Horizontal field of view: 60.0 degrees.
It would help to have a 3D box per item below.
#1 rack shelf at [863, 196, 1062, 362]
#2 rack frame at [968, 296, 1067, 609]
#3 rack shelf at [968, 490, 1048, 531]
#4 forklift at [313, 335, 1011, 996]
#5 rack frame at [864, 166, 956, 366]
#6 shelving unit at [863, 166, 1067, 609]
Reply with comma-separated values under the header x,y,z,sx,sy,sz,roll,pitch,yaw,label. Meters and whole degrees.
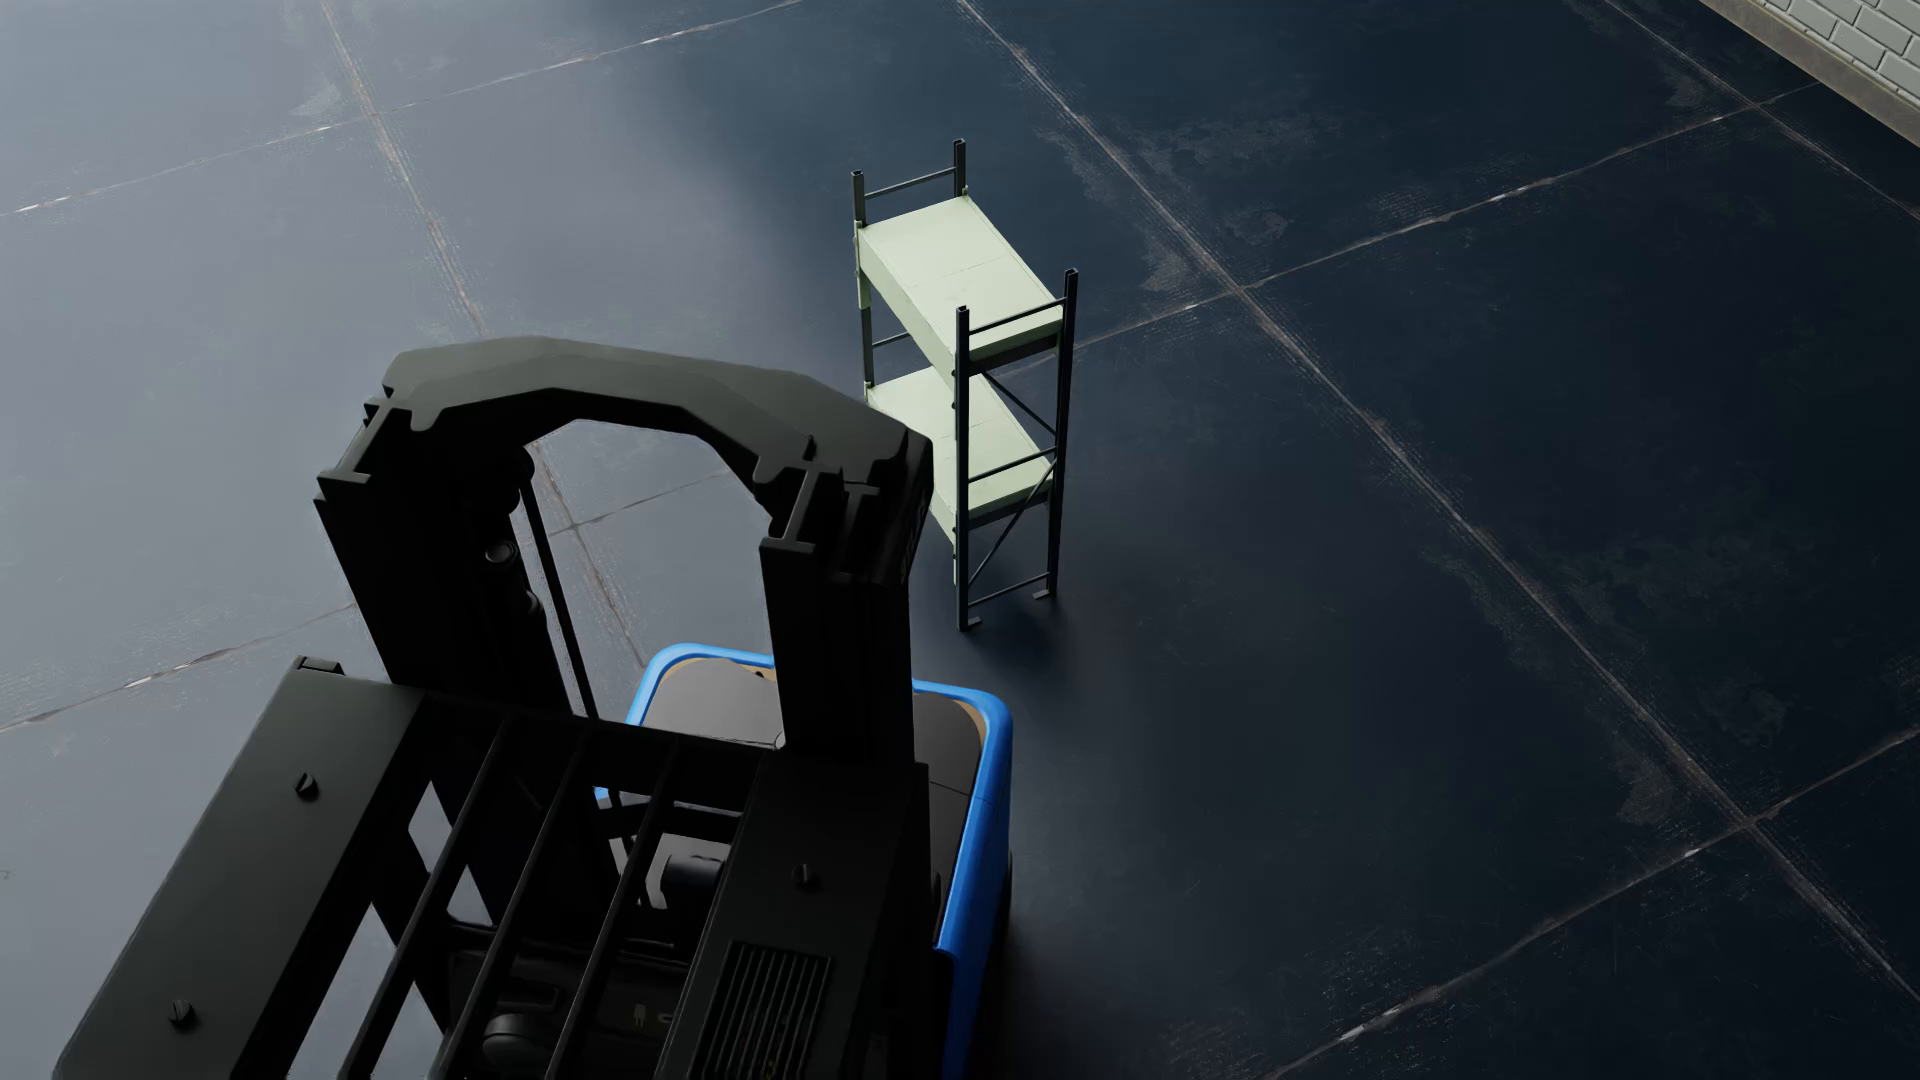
x,y,z,sx,sy,sz,roll,pitch,yaw,label
0.003,-0.834,5.287,0.368,0.052,0.686,-21,52,-18,rack shelf
0.172,-0.245,5.468,0.380,1.308,0.010,-21,52,-18,rack frame
0.003,-0.322,5.873,0.332,0.071,0.664,-21,52,-18,rack shelf
-0.651,1.173,3.277,1.109,2.935,3.031,9,49,8,forklift
-0.163,-0.735,5.896,0.380,1.308,0.010,-21,52,-18,rack frame
0.004,-0.490,5.682,0.380,1.308,0.742,-21,52,-18,shelving unit
